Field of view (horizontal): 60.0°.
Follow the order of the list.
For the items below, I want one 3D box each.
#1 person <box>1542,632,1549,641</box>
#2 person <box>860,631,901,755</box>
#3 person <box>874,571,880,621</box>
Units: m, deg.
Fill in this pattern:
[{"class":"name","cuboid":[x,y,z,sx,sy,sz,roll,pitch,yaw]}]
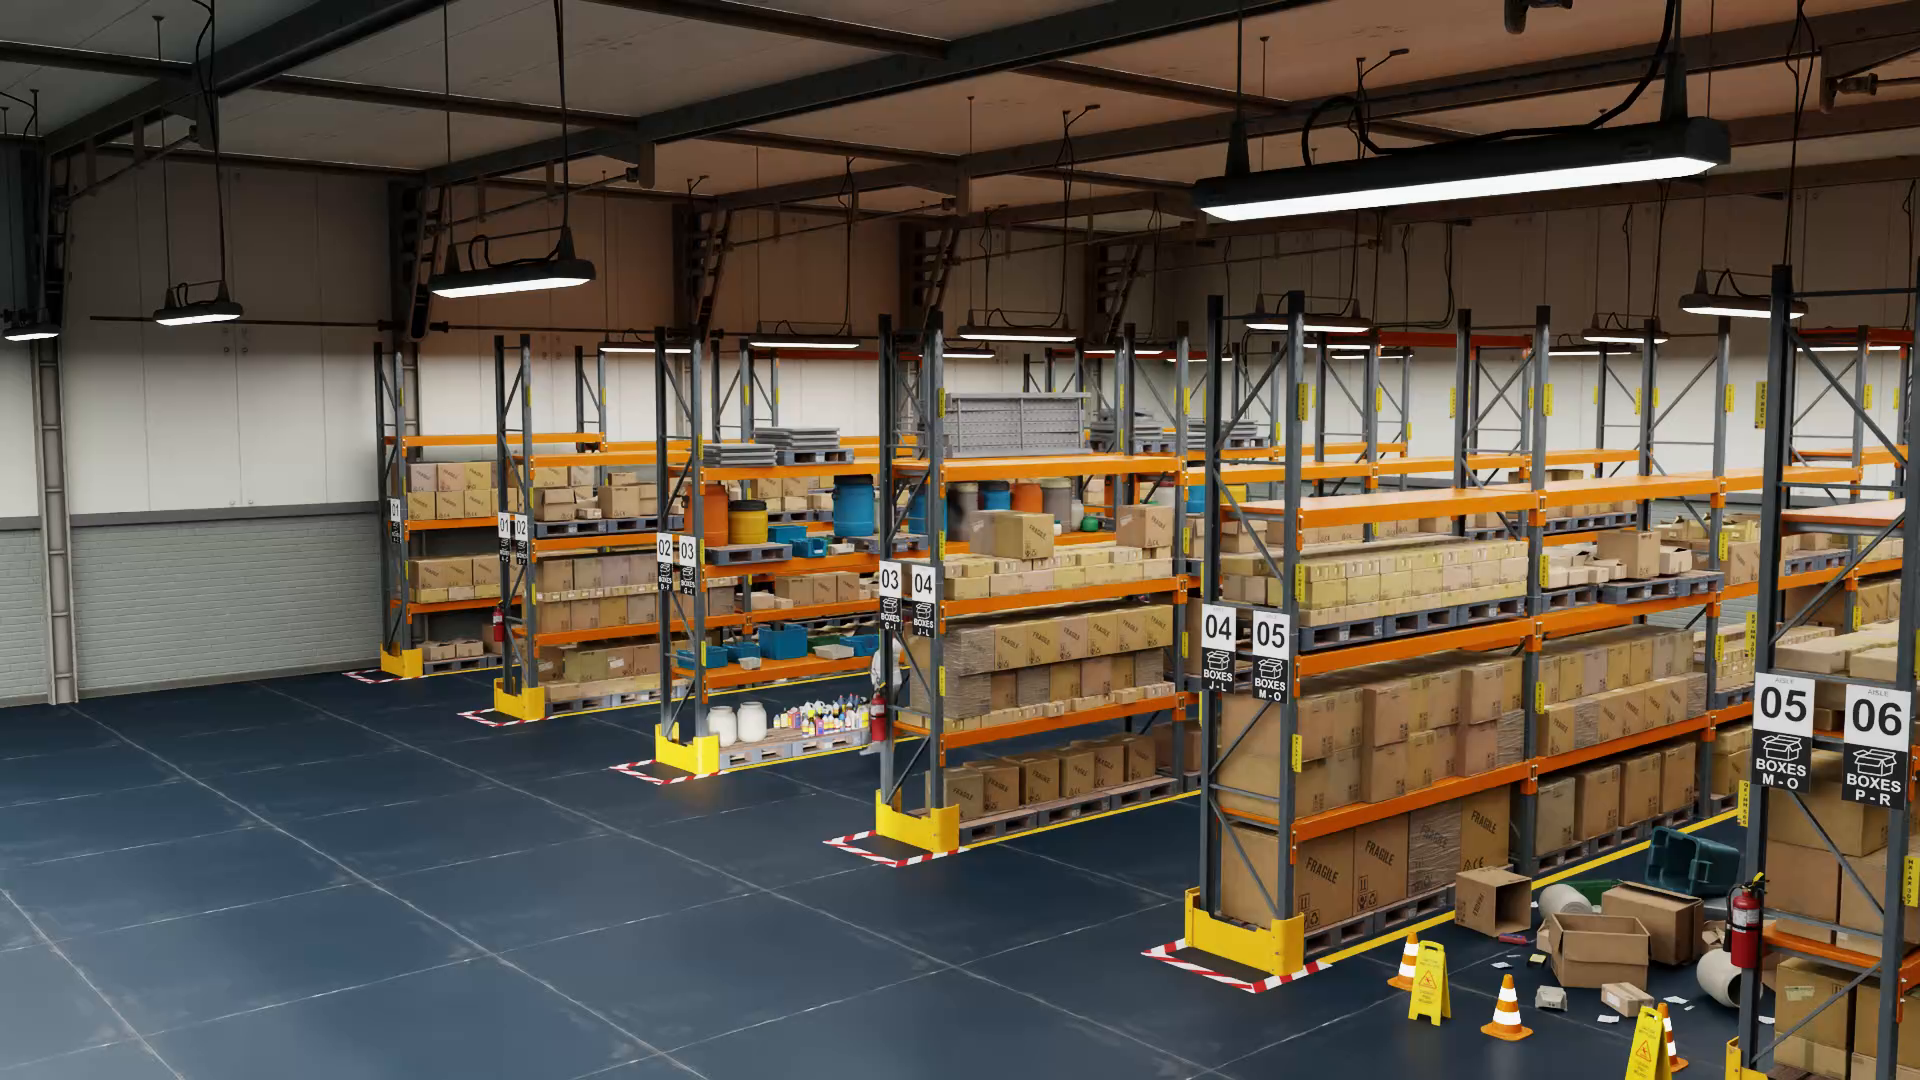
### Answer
[{"class":"person","cuboid":[8.585,2.111,24.738,0.908,1.696,0.482,-4,7,-40]},{"class":"person","cuboid":[-1.048,1.973,22.418,0.467,1.789,0.654,1,5,15]},{"class":"person","cuboid":[-1.541,1.212,34.336,0.463,1.679,0.451,-4,6,-34]}]
